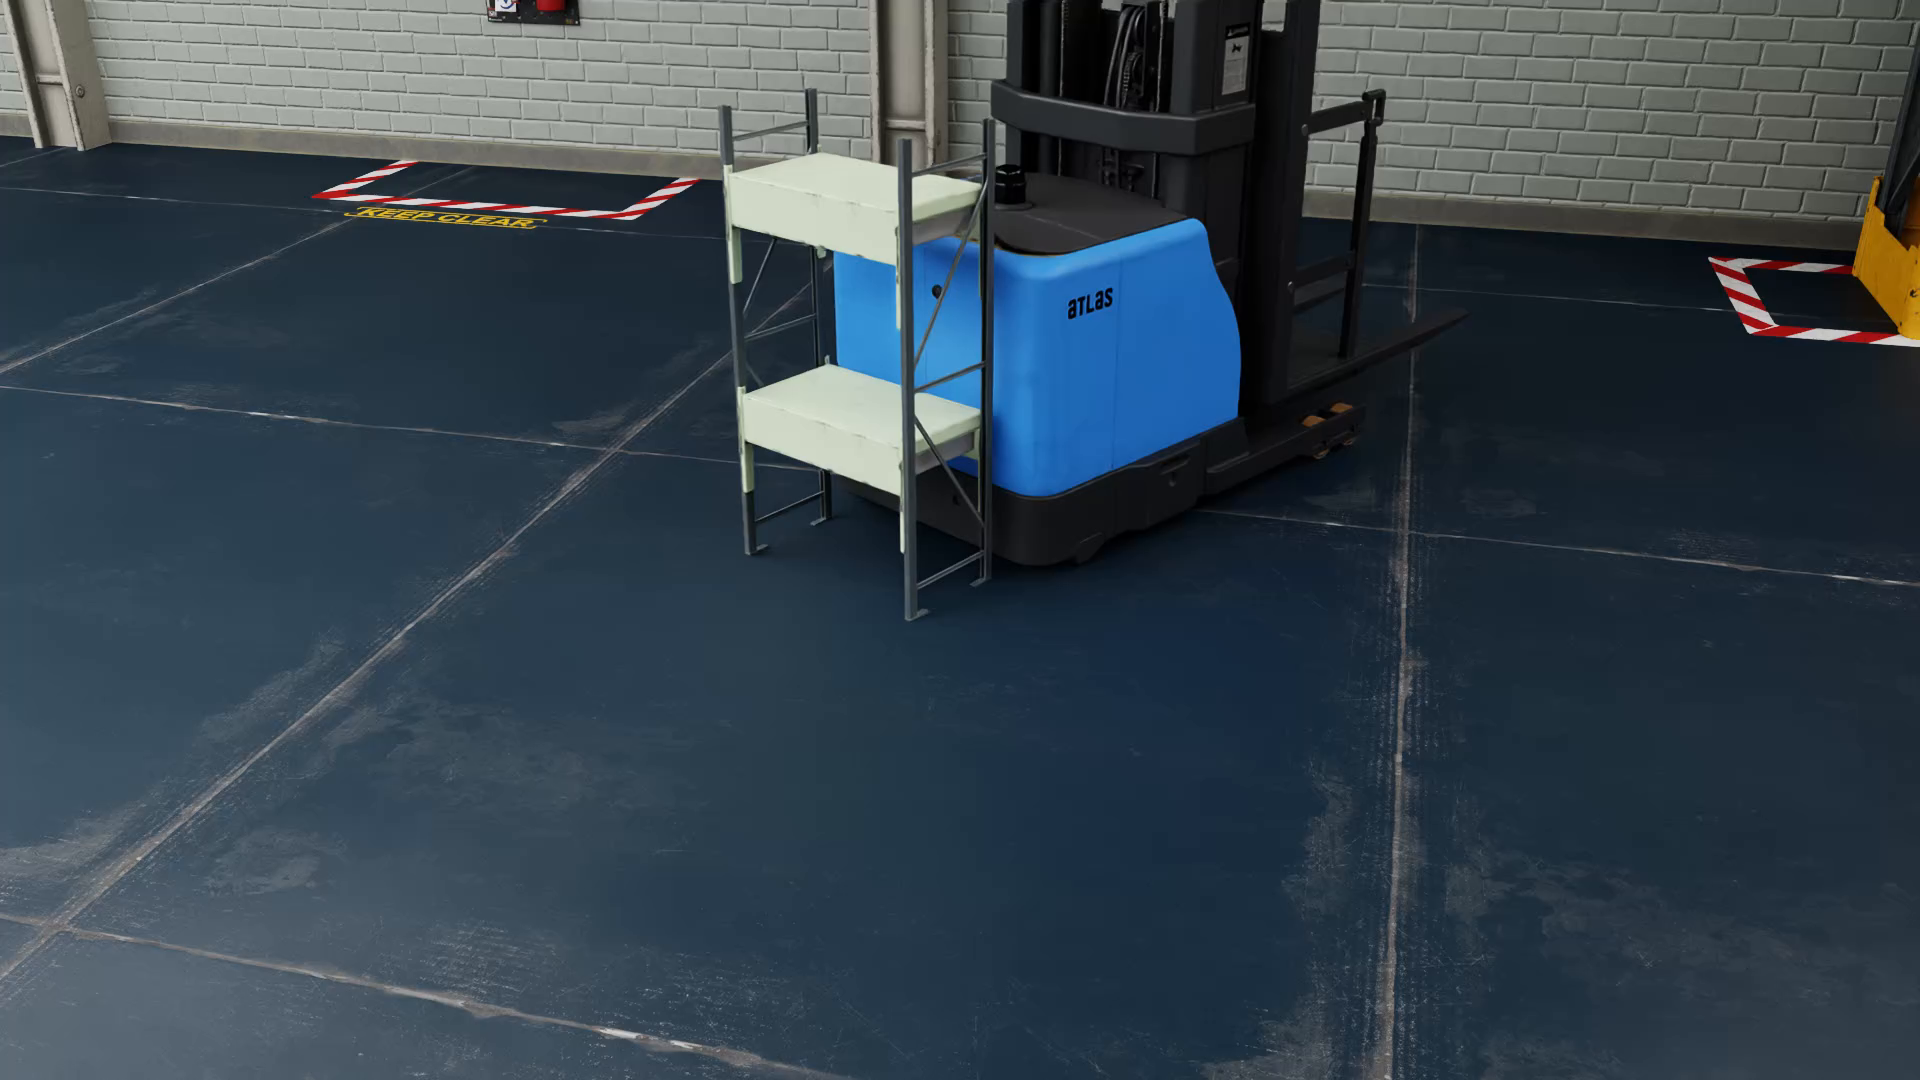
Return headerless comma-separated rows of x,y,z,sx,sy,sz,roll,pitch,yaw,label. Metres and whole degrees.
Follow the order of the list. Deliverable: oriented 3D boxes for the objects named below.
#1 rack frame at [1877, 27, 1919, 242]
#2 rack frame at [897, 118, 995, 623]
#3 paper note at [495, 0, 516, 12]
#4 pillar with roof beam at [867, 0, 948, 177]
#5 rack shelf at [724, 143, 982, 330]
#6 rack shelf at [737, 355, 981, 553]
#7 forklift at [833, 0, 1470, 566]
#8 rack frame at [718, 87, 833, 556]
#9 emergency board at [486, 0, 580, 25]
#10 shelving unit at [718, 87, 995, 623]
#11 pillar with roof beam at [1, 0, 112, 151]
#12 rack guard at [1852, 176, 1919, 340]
4.615,-2.519,7.551,0.127,3.000,1.000,6,26,13,rack frame
-0.035,-0.486,5.027,0.023,1.500,0.400,20,32,36,rack frame
-2.841,-3.377,10.378,0.142,0.148,0.016,6,26,13,paper note
-1.375,-4.363,4.445,0.400,9.000,9.100,6,26,13,pillar with roof beam
-0.313,-0.941,5.074,0.720,0.370,0.431,20,32,36,rack shelf
-0.313,-0.294,5.382,0.720,0.370,0.431,20,32,36,rack shelf
0.951,-1.774,6.066,1.130,2.935,3.031,23,34,40,forklift
-0.591,-0.691,5.456,0.023,1.500,0.400,20,32,36,rack frame
-2.686,-3.727,10.089,0.643,1.169,0.194,6,26,13,emergency board
-0.313,-0.589,5.242,0.755,1.500,0.431,20,32,36,shelving unit
-7.186,-5.005,5.795,0.400,9.000,9.100,6,26,13,pillar with roof beam
4.689,-1.382,8.072,0.348,0.500,1.175,6,26,13,rack guard
